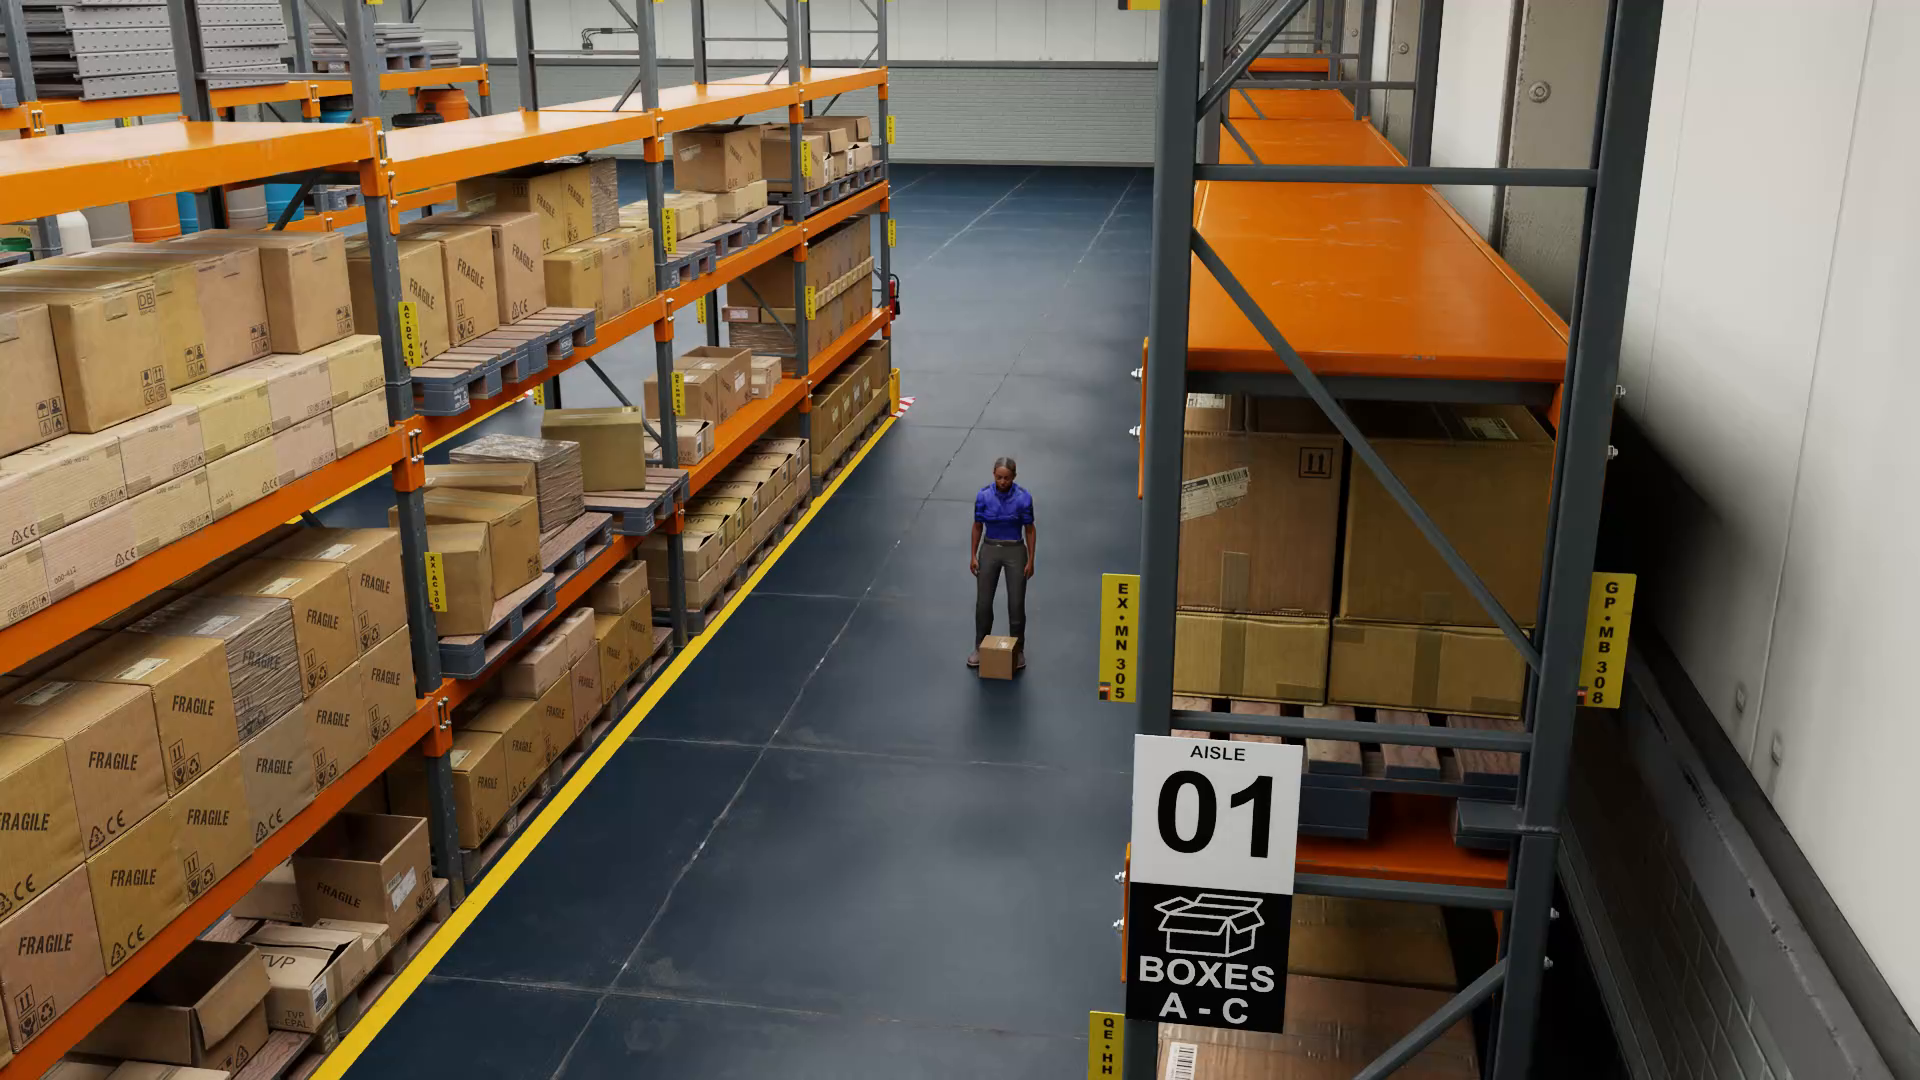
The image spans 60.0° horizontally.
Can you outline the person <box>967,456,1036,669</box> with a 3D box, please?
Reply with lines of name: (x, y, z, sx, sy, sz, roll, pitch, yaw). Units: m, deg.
person: (0.319, 0.150, 12.602, 0.505, 1.655, 0.347, 3, 18, 9)
